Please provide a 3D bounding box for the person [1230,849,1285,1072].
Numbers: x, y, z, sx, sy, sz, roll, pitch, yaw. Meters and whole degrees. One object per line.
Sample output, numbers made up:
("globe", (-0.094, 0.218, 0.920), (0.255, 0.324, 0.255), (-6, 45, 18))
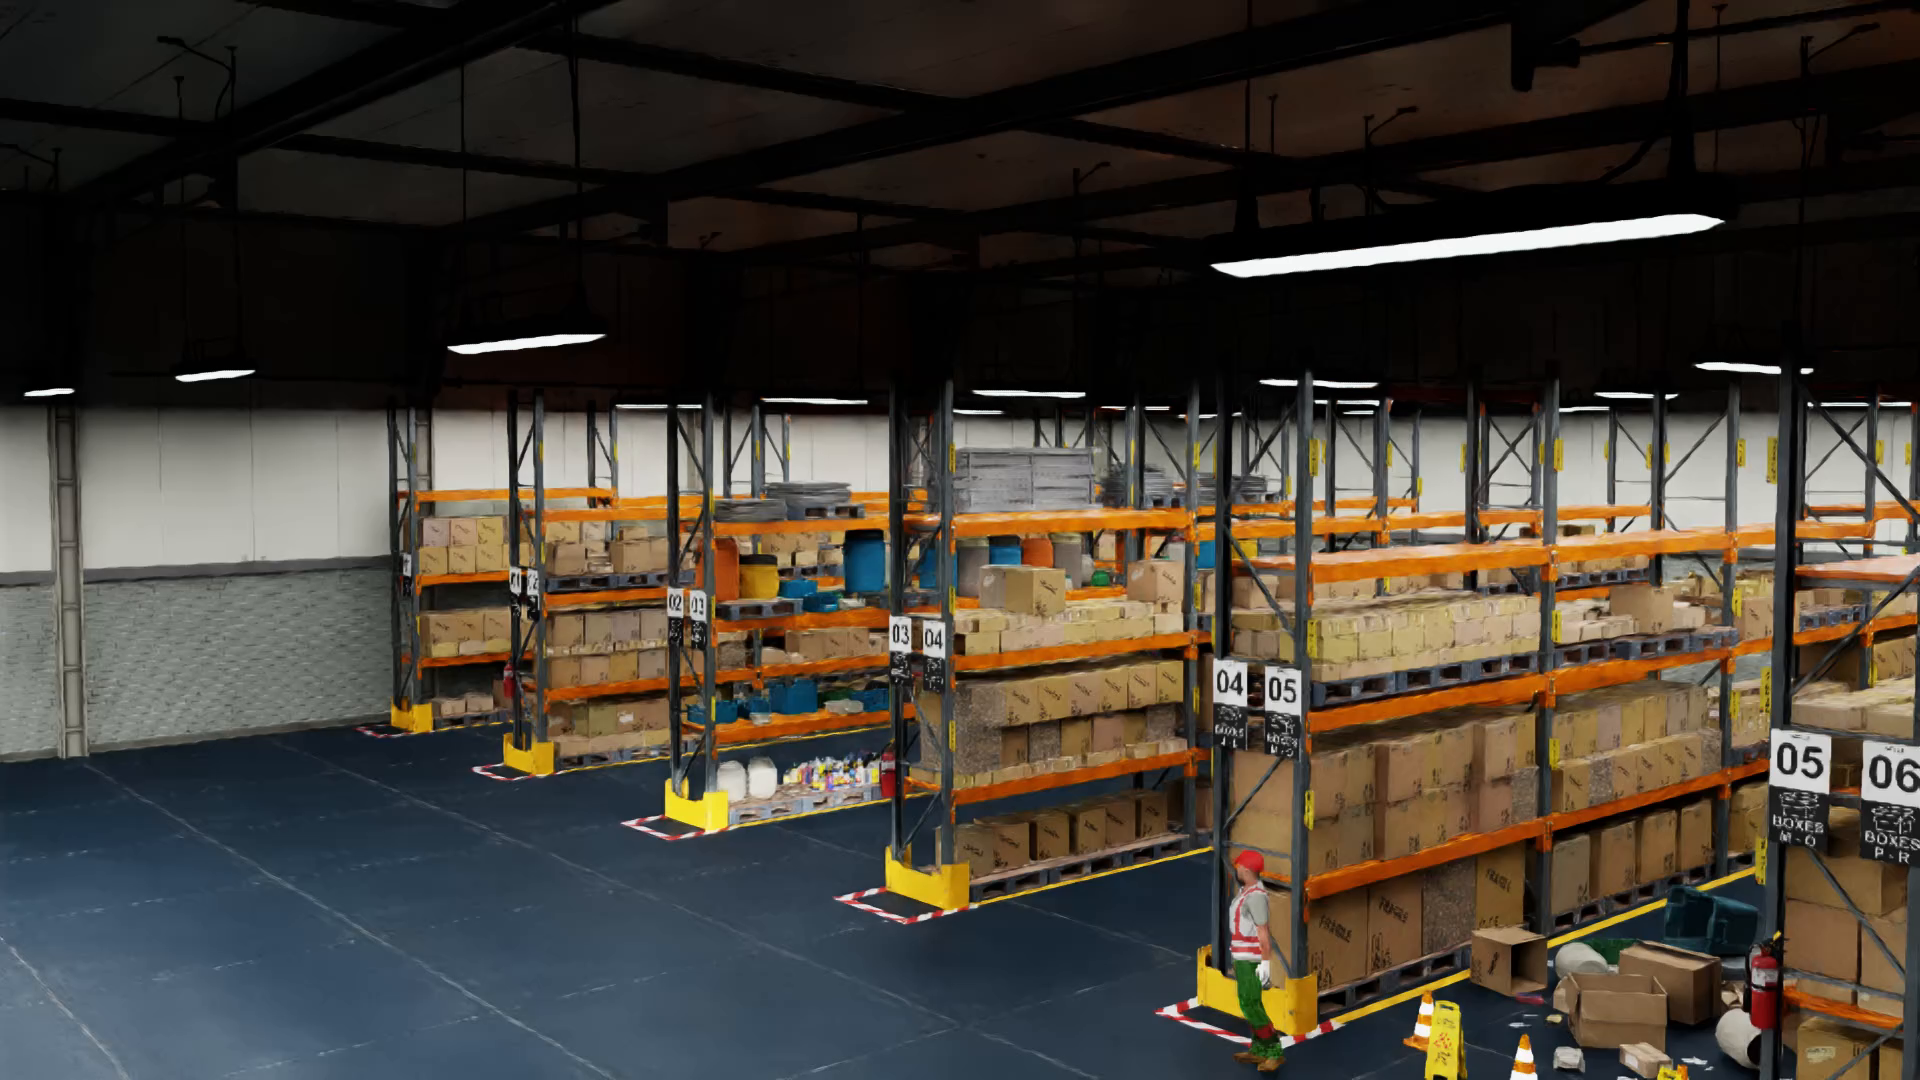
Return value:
("person", (2.465, 3.469, 13.786), (0.443, 1.780, 0.637), (0, 3, 4))
